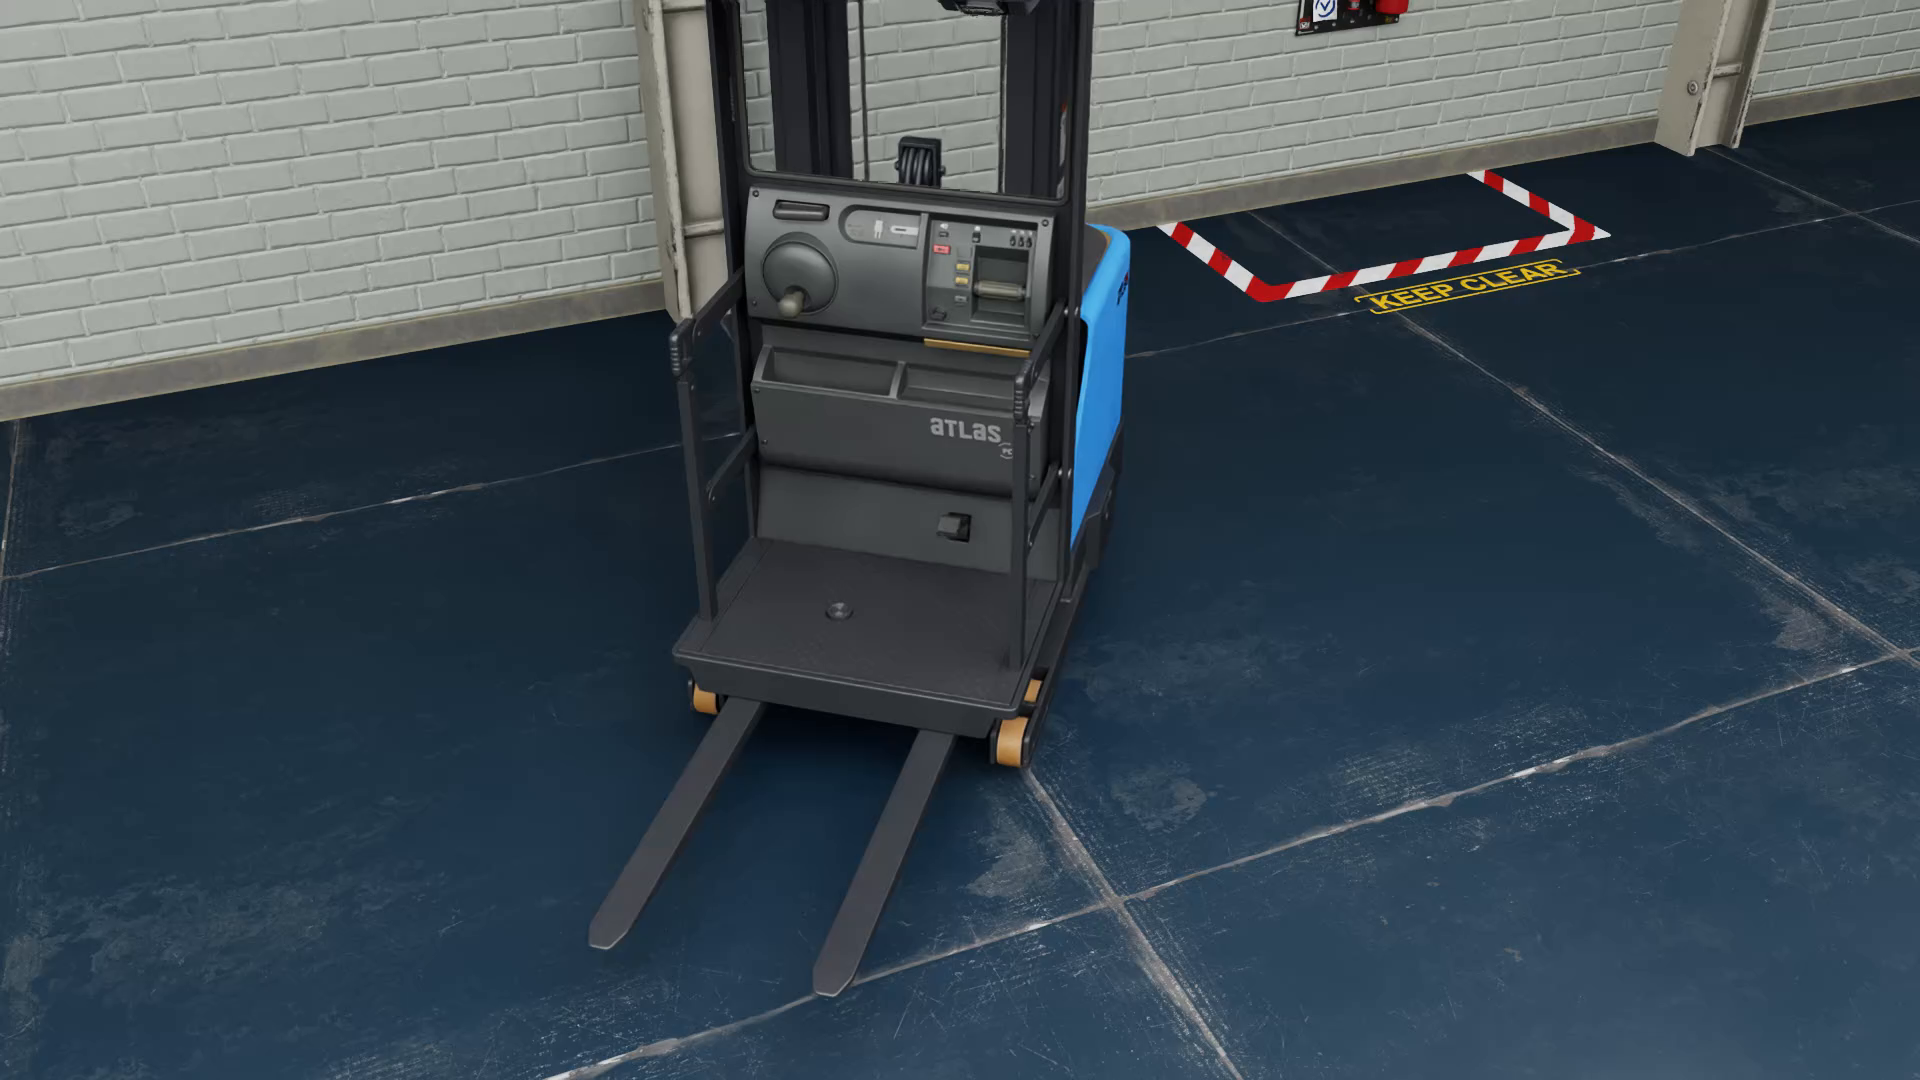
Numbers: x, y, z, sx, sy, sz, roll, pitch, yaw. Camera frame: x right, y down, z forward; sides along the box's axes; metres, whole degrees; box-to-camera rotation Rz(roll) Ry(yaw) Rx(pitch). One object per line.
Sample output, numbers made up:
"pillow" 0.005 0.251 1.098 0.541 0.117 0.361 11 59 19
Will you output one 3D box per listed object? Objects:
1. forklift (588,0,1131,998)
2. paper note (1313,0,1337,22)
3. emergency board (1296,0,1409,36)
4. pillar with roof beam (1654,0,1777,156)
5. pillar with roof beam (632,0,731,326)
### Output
"forklift" -0.240 -0.757 4.726 1.130 2.935 3.031 8 34 12
"paper note" 1.874 -2.737 8.514 0.142 0.148 0.016 -13 35 -19
"emergency board" 2.064 -3.109 8.278 0.643 1.169 0.194 -13 35 -19
"pillar with roof beam" 6.024 -3.961 4.087 0.400 9.000 9.100 -13 35 -19
"pillar with roof beam" 0.492 -2.695 2.140 0.400 9.000 9.100 -13 35 -19
